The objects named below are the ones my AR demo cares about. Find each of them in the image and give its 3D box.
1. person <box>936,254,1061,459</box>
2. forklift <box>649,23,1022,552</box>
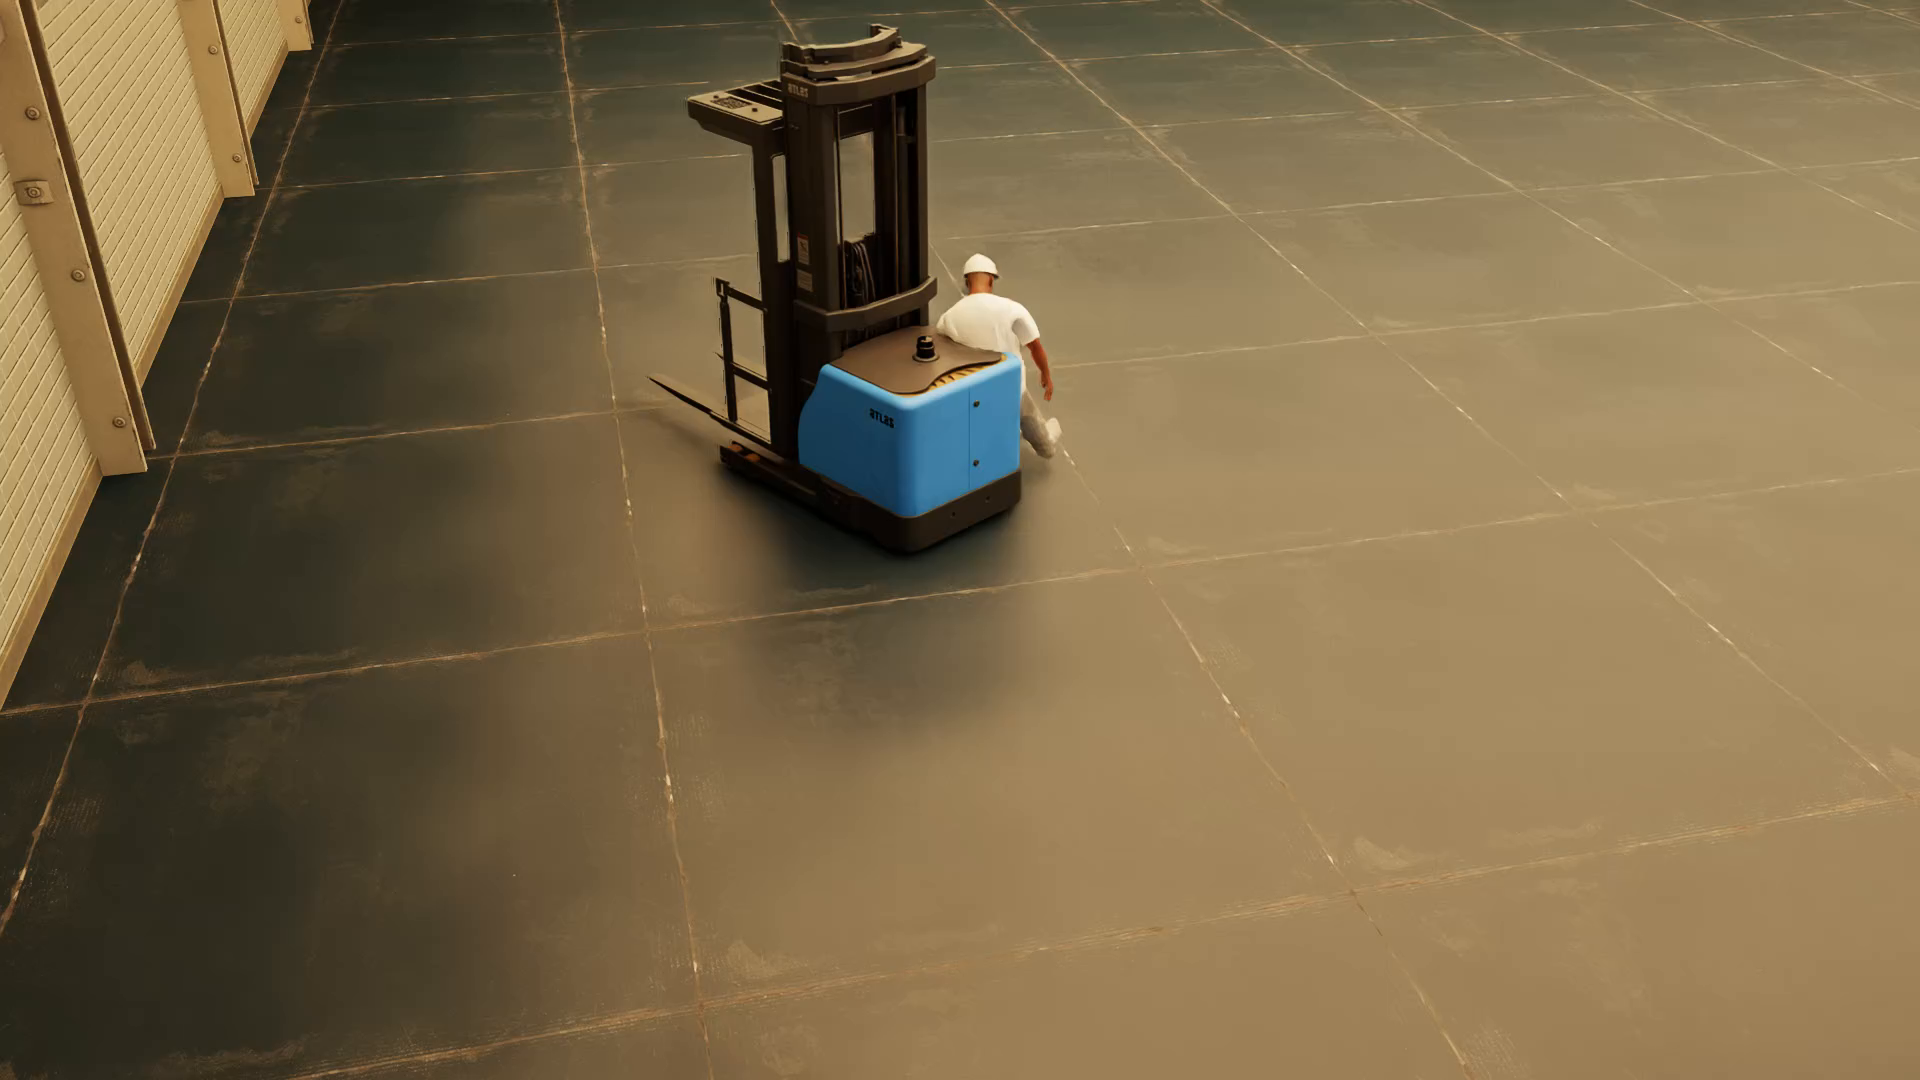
[{"bbox_3d":[0.188,-1.162,10.901,0.970,1.551,0.965,9,31,16],"label":"person"},{"bbox_3d":[-0.984,-1.841,10.755,1.130,2.935,3.031,-26,39,-37],"label":"forklift"}]
